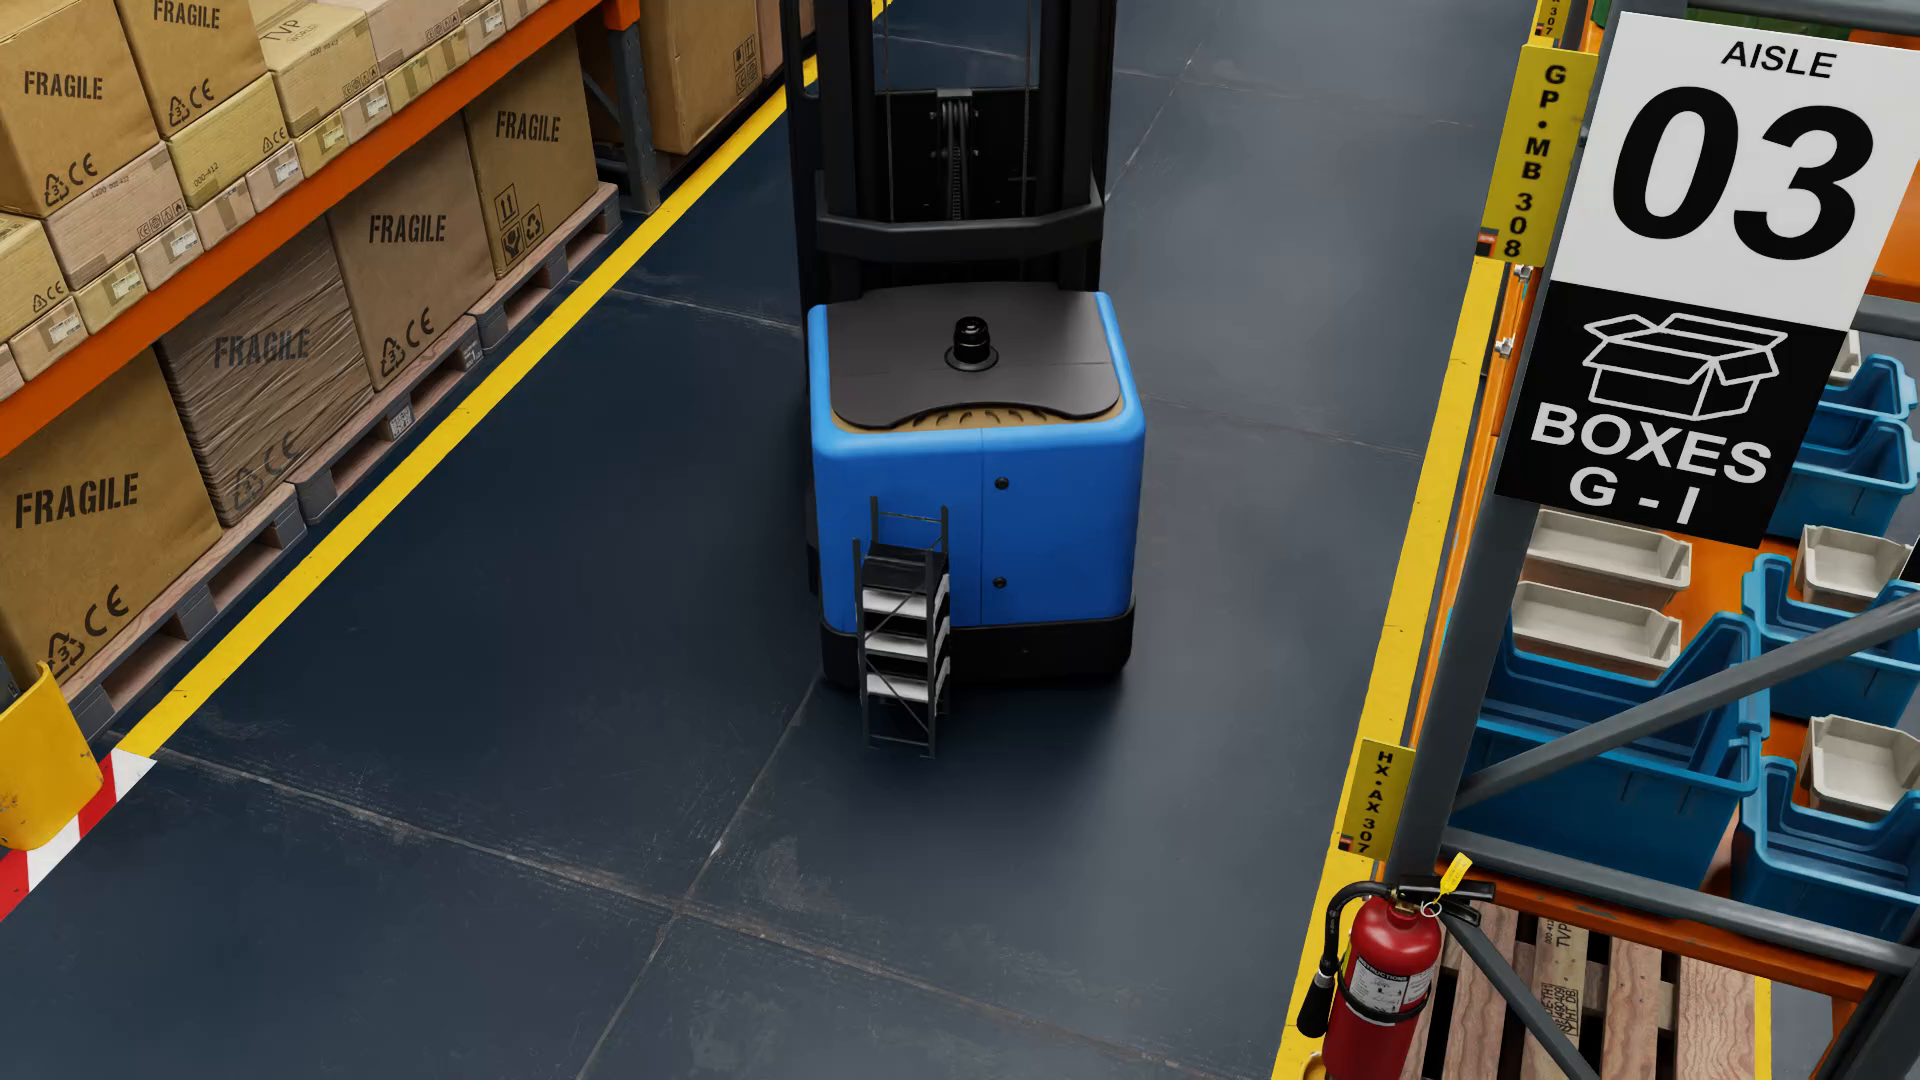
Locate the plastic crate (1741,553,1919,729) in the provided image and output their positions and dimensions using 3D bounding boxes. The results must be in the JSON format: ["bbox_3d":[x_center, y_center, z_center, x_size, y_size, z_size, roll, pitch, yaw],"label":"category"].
[{"bbox_3d":[1.946,0.243,3.737,0.416,0.233,0.300,13,42,15],"label":"plastic crate"}]

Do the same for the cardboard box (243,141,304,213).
[{"bbox_3d":[-2.458,-1.251,5.599,0.380,0.149,0.250,13,42,15],"label":"cardboard box"}]

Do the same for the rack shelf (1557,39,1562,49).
[{"bbox_3d":[3.379,-2.705,7.664,1.077,0.370,4.000,13,42,15],"label":"rack shelf"}]

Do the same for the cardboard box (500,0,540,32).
[{"bbox_3d":[-1.931,-2.190,6.700,0.380,0.149,0.250,13,42,14],"label":"cardboard box"}]

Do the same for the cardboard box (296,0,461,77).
[{"bbox_3d":[-2.213,-1.959,6.122,0.500,0.250,0.500,14,42,16],"label":"cardboard box"}]

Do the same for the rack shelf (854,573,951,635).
[{"bbox_3d":[-0.175,0.178,5.122,0.258,0.077,0.200,8,41,9],"label":"rack shelf"}]

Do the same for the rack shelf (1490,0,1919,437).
[{"bbox_3d":[2.011,-1.407,3.831,1.077,0.370,4.000,13,42,15],"label":"rack shelf"}]

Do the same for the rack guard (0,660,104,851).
[{"bbox_3d":[-3.335,0.547,5.224,1.175,0.500,0.348,13,42,15],"label":"rack guard"}]

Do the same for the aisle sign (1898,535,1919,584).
[{"bbox_3d":[1.582,-0.198,2.169,0.394,0.787,0.004,13,42,15],"label":"aisle sign"}]

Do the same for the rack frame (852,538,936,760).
[{"bbox_3d":[-0.197,0.354,5.141,0.240,0.900,0.006,8,41,9],"label":"rack frame"}]

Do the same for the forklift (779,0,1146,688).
[{"bbox_3d":[-0.061,-1.569,5.831,1.130,2.935,3.031,-3,41,-4],"label":"forklift"}]

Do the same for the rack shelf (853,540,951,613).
[{"bbox_3d":[-0.175,0.110,5.063,0.258,0.077,0.200,8,41,9],"label":"rack shelf"}]

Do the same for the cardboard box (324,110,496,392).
[{"bbox_3d":[-2.568,-1.276,6.748,0.875,0.875,0.875,13,42,15],"label":"cardboard box"}]

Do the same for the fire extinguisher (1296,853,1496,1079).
[{"bbox_3d":[0.849,0.843,3.298,0.296,0.674,0.183,13,42,15],"label":"fire extinguisher"}]

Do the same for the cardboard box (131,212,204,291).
[{"bbox_3d":[-2.634,-0.939,5.233,0.380,0.149,0.250,13,42,14],"label":"cardboard box"}]

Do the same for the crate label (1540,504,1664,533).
[{"bbox_3d":[1.621,-0.128,4.246,0.396,0.136,0.243,13,42,15],"label":"crate label"}]

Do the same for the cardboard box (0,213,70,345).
[{"bbox_3d":[-2.909,-0.707,4.655,0.500,0.250,0.500,12,42,14],"label":"cardboard box"}]

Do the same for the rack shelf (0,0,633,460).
[{"bbox_3d":[-2.643,-1.365,6.093,1.077,0.370,4.000,13,42,15],"label":"rack shelf"}]

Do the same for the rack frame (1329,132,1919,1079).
[{"bbox_3d":[1.327,0.681,3.141,1.000,3.000,0.127,13,42,15],"label":"rack frame"}]

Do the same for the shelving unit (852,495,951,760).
[{"bbox_3d":[-0.175,0.290,5.217,0.258,0.900,0.210,8,41,9],"label":"shelving unit"}]

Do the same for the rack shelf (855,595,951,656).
[{"bbox_3d":[-0.175,0.247,5.180,0.258,0.077,0.200,8,41,9],"label":"rack shelf"}]

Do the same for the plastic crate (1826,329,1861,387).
[{"bbox_3d":[2.382,-0.553,4.744,0.293,0.136,0.466,13,42,15],"label":"plastic crate"}]

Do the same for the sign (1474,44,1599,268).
[{"bbox_3d":[0.805,-0.533,2.333,0.100,0.325,0.005,13,42,15],"label":"sign"}]

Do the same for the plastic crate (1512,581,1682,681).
[{"bbox_3d":[1.436,0.221,3.837,0.396,0.136,0.243,13,42,15],"label":"plastic crate"}]

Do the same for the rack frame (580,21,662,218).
[{"bbox_3d":[-1.959,-2.858,7.289,1.000,3.000,0.127,13,42,15],"label":"rack frame"}]

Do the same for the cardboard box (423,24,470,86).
[{"bbox_3d":[-2.107,-1.876,6.332,0.380,0.149,0.250,14,42,16],"label":"cardboard box"}]

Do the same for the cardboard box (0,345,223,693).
[{"bbox_3d":[-3.183,-0.178,5.461,0.875,0.875,0.875,13,42,15],"label":"cardboard box"}]

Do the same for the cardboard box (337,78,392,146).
[{"bbox_3d":[-2.283,-1.565,5.967,0.380,0.149,0.250,14,42,16],"label":"cardboard box"}]

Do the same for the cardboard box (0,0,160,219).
[{"bbox_3d":[-2.738,-1.298,4.769,0.500,0.500,0.500,12,42,14],"label":"cardboard box"}]

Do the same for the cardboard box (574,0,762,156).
[{"bbox_3d":[-1.759,-2.604,8.305,1.225,0.875,0.875,13,42,15],"label":"cardboard box"}]

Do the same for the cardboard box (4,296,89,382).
[{"bbox_3d":[-2.809,-0.623,4.863,0.380,0.149,0.250,13,42,14],"label":"cardboard box"}]

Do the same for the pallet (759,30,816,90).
[{"bbox_3d":[-1.351,-3.031,9.640,1.003,0.211,1.213,13,42,15],"label":"pallet"}]

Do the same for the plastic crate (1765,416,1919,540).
[{"bbox_3d":[2.171,-0.159,4.208,0.416,0.233,0.300,13,42,15],"label":"plastic crate"}]

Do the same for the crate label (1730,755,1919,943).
[{"bbox_3d":[1.721,0.644,3.267,0.416,0.233,0.303,13,42,15],"label":"crate label"}]

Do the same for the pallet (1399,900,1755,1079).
[{"bbox_3d":[1.646,1.247,4.626,1.003,0.211,1.213,13,42,15],"label":"pallet"}]

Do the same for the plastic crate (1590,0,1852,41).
[{"bbox_3d":[1.396,-1.045,3.016,0.450,0.188,0.336,13,42,15],"label":"plastic crate"}]

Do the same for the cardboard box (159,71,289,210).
[{"bbox_3d":[-2.562,-1.332,5.386,0.500,0.250,0.500,12,42,14],"label":"cardboard box"}]

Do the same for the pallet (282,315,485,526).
[{"bbox_3d":[-2.708,-0.604,6.796,1.003,0.211,1.213,13,42,15],"label":"pallet"}]
